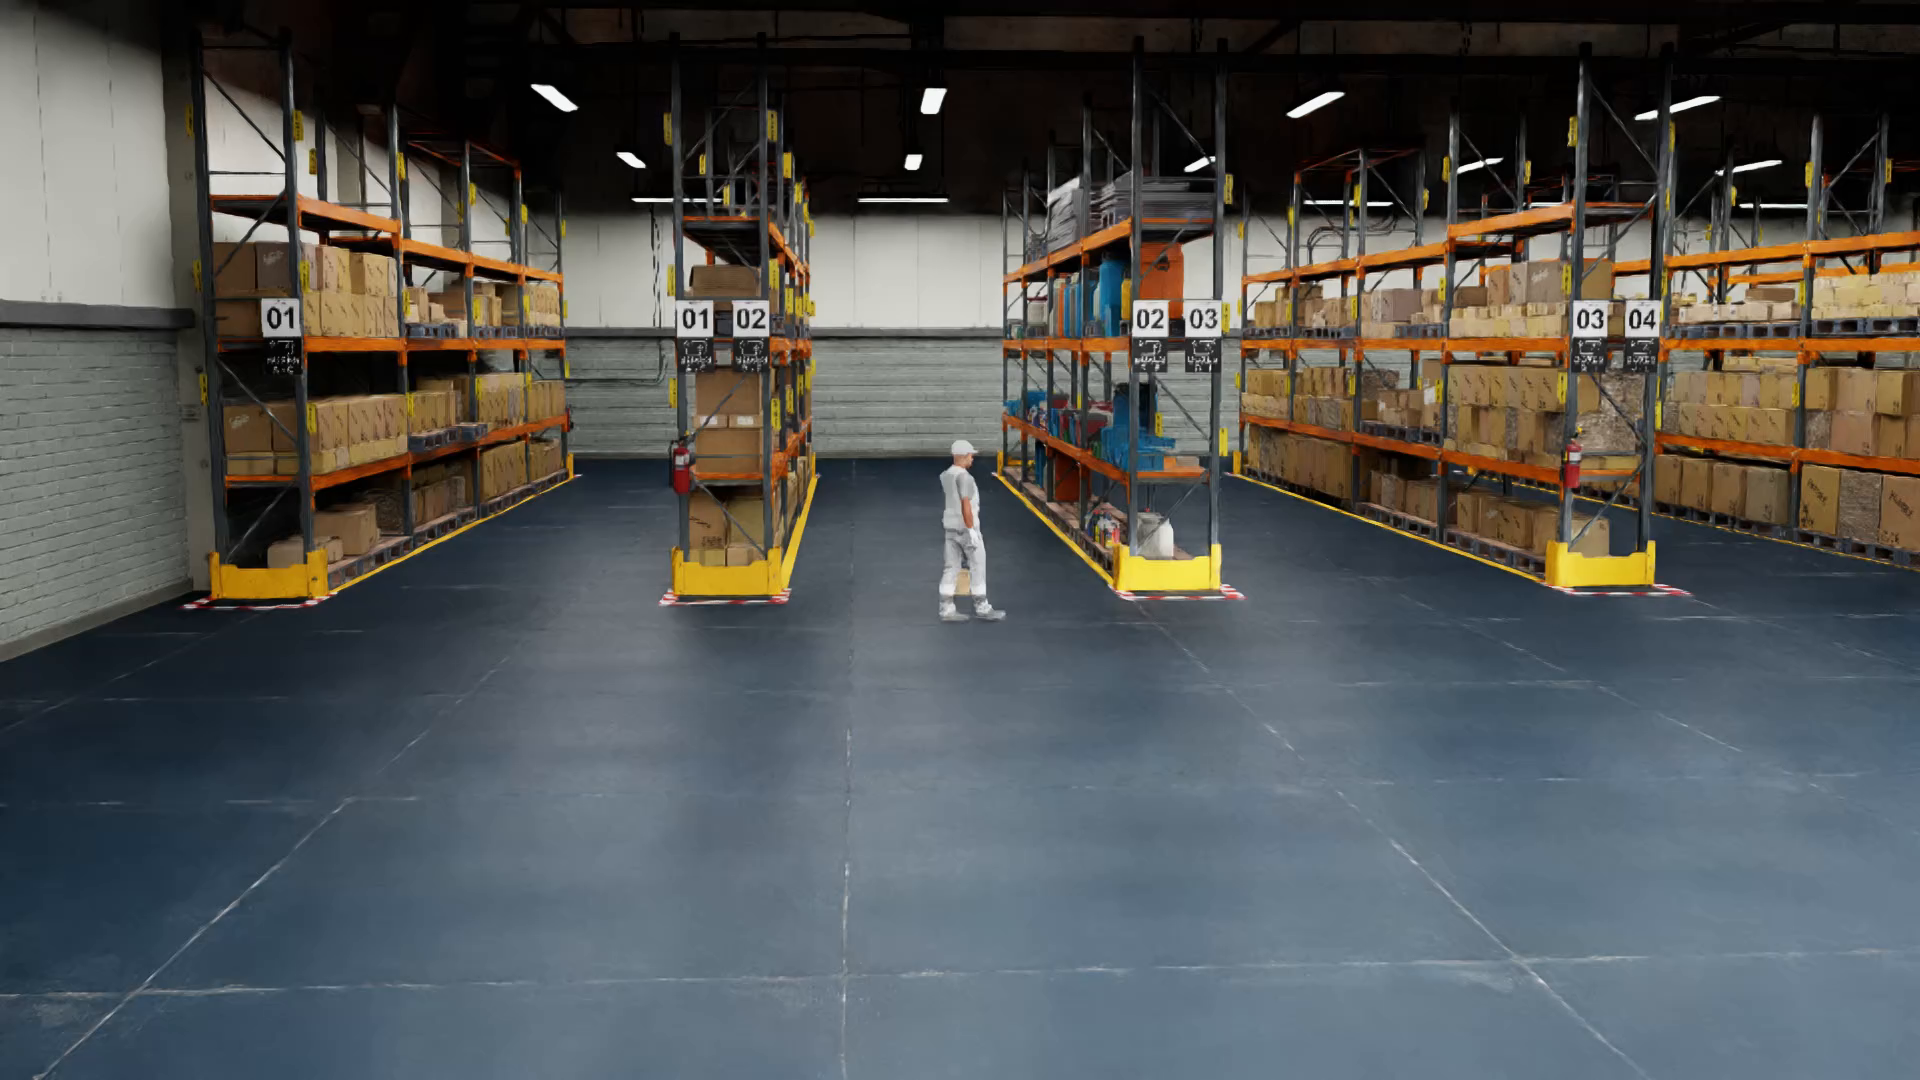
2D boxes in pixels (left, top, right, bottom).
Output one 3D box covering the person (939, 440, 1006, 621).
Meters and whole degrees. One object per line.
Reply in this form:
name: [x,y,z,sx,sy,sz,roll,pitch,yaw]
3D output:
person: [0.109,-0.101,16.406,0.614,1.786,0.664,-4,8,-33]
